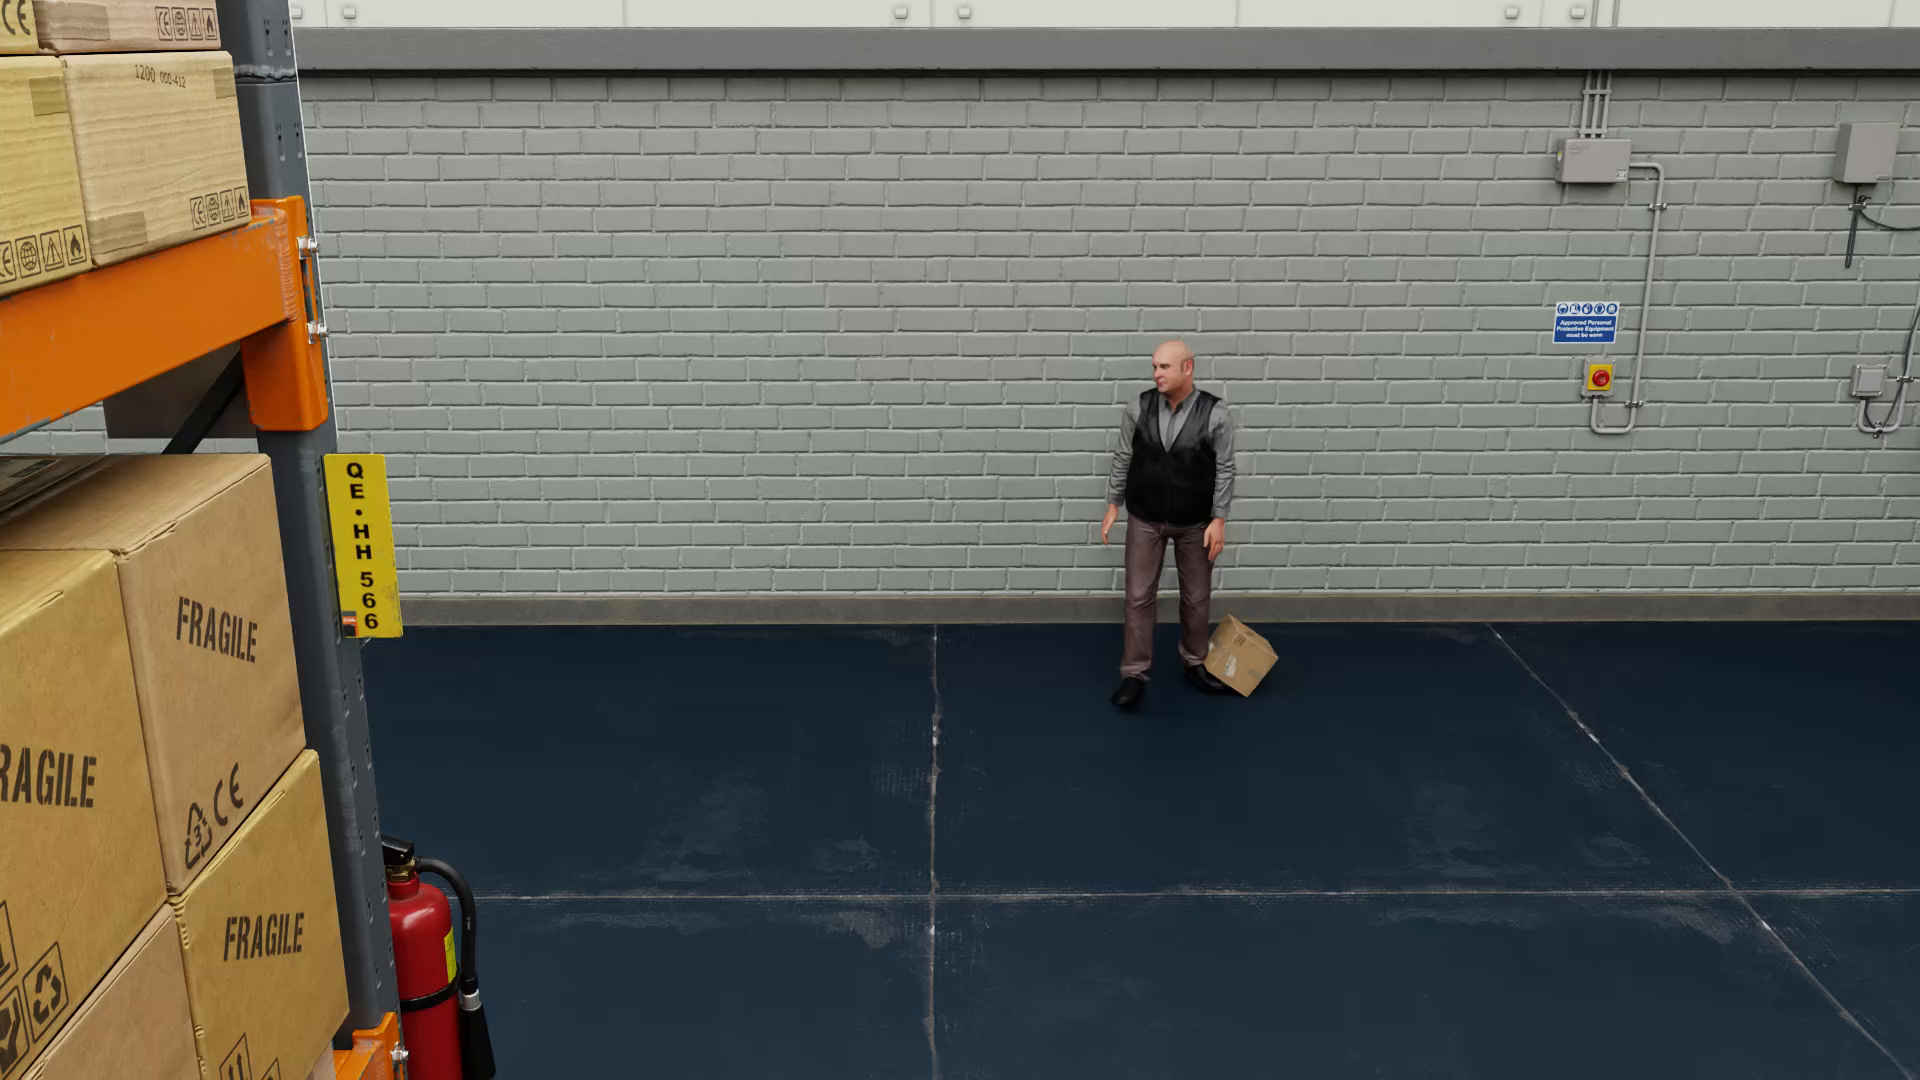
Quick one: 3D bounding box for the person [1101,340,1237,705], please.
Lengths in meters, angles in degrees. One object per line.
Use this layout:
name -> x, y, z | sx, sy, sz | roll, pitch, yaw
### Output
person -> 0.968, -0.082, 7.783 | 0.621, 1.719, 0.587 | 4, 18, 14
